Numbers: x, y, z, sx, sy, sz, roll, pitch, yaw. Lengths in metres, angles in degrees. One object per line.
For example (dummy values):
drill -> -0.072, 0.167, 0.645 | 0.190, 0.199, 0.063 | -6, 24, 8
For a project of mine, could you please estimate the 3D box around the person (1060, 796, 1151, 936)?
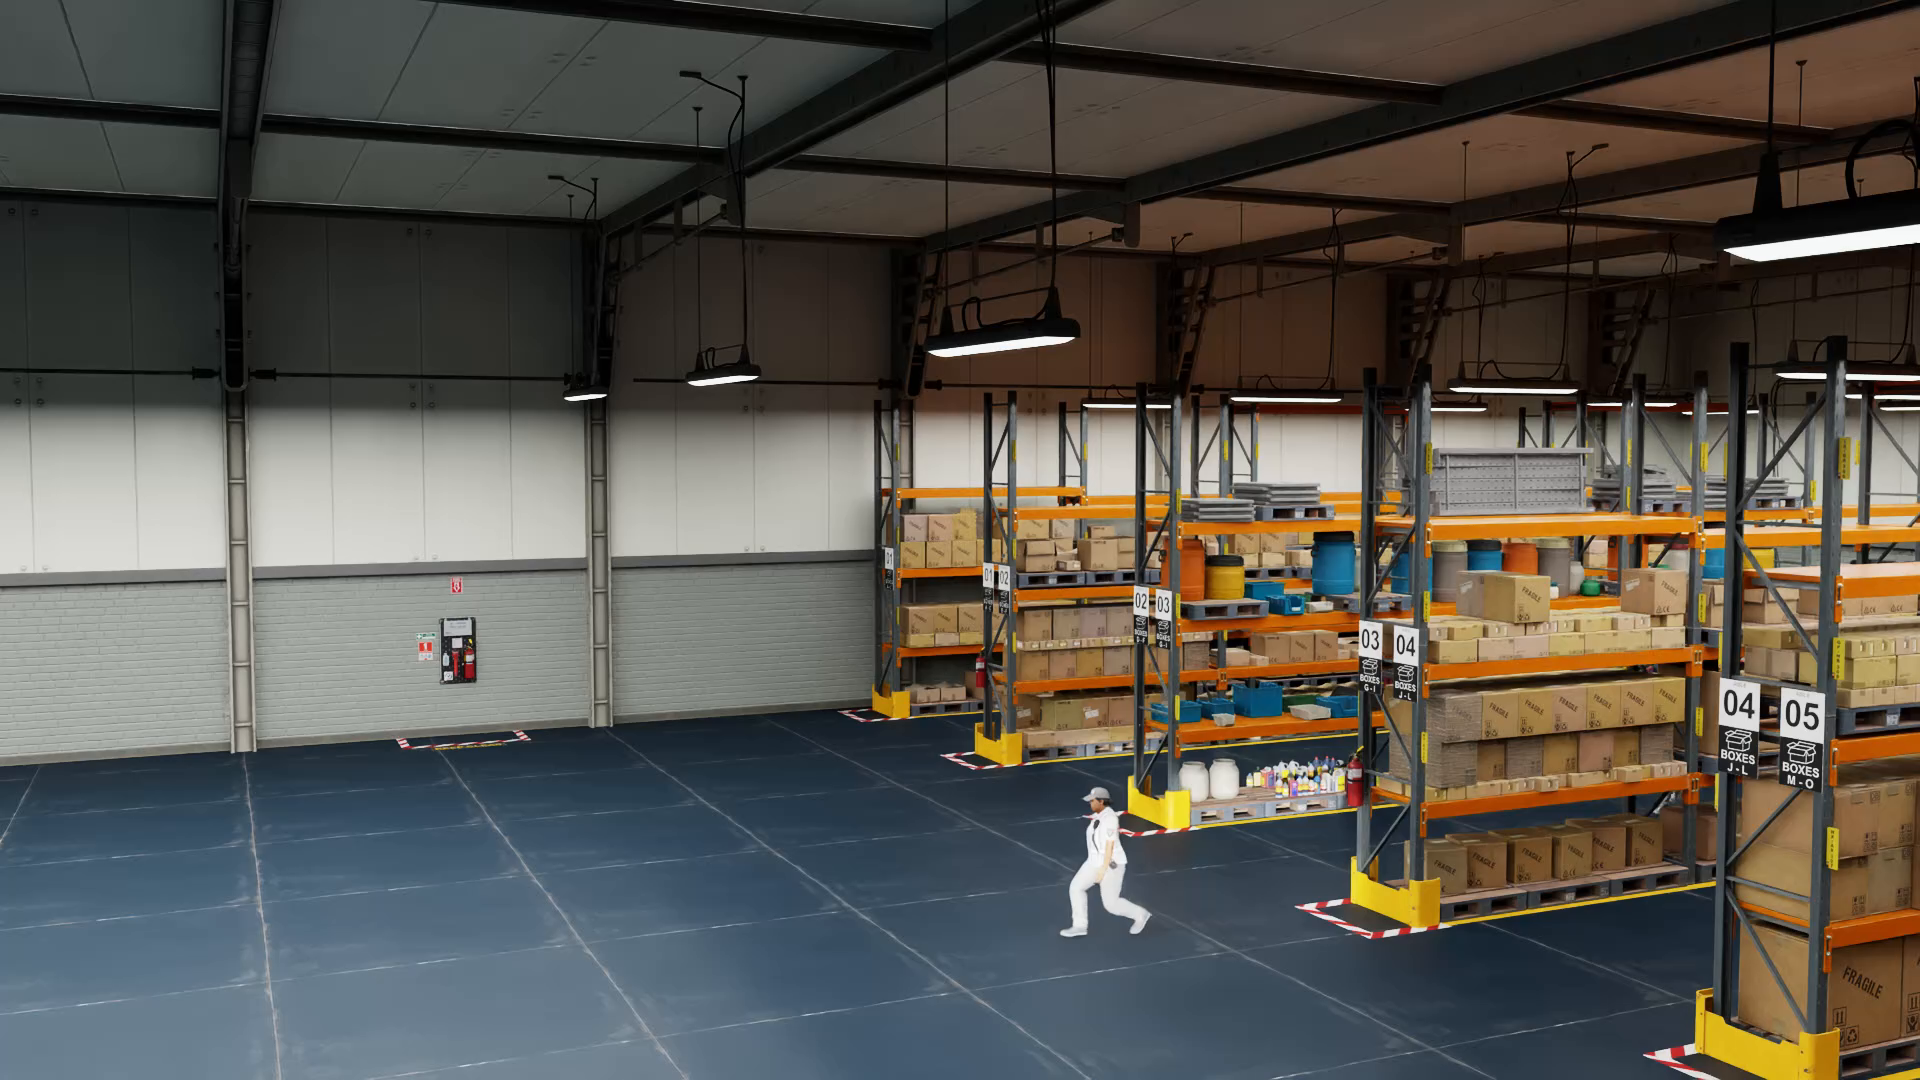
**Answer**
person -> 1.517, 3.372, 17.449 | 0.965, 1.524, 0.469 | -1, 3, -18

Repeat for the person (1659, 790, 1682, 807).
person -> 9.984, 3.095, 23.314 | 0.730, 1.277, 0.369 | -2, 4, -35
